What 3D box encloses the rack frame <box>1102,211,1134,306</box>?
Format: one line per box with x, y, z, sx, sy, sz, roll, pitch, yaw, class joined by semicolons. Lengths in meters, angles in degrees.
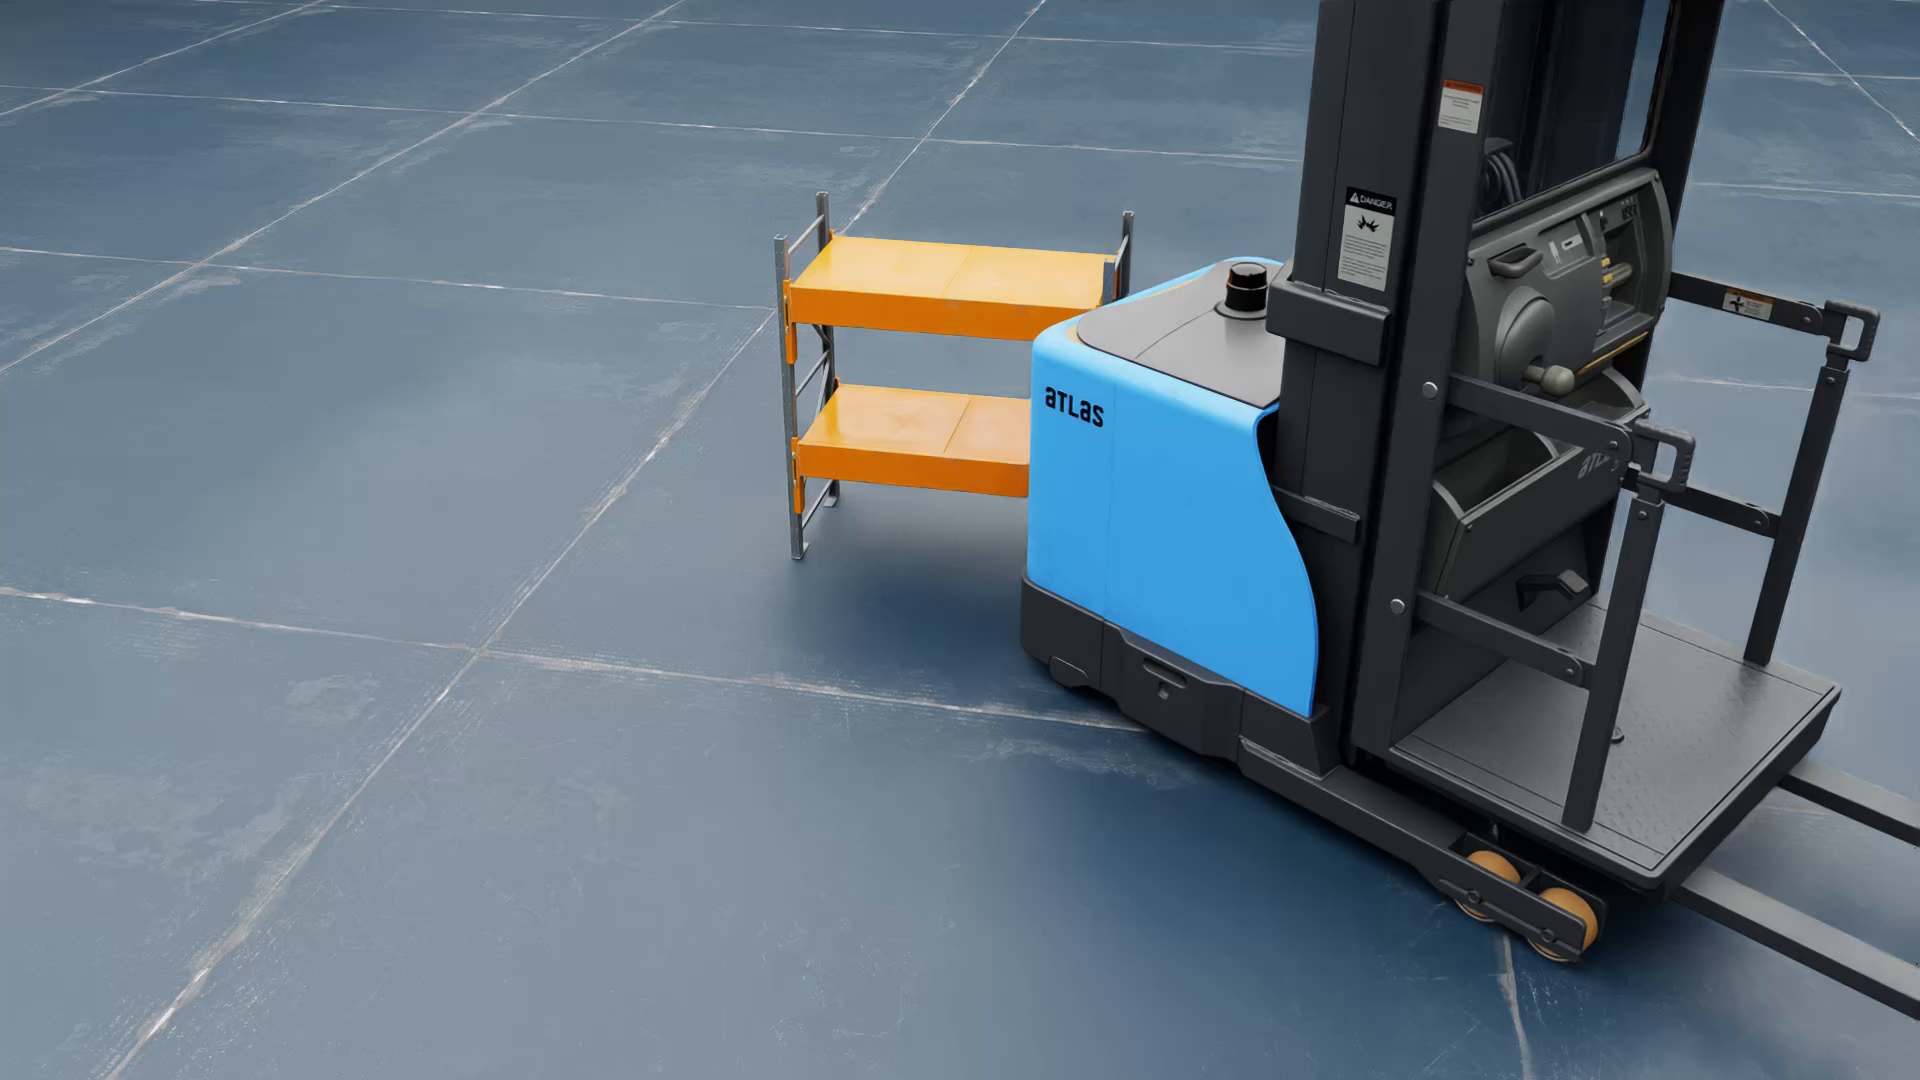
0.491;-0.443;5.388;0.032;1.125;0.500;6;29;11;rack frame

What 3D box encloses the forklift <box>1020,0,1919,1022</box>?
1.575;-0.573;3.744;1.130;2.935;3.031;-25;38;-38;forklift

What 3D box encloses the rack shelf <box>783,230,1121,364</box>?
-0.007;-0.751;5.341;1.000;0.278;0.538;6;29;11;rack shelf

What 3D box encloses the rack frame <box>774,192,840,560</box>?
-0.504;-0.545;5.574;0.032;1.125;0.500;6;29;11;rack frame

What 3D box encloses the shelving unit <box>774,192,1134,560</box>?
-0.007;-0.494;5.481;1.048;1.125;0.538;6;29;11;shelving unit

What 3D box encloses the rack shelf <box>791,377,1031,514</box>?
-0.007;-0.280;5.599;1.000;0.278;0.538;6;29;11;rack shelf
